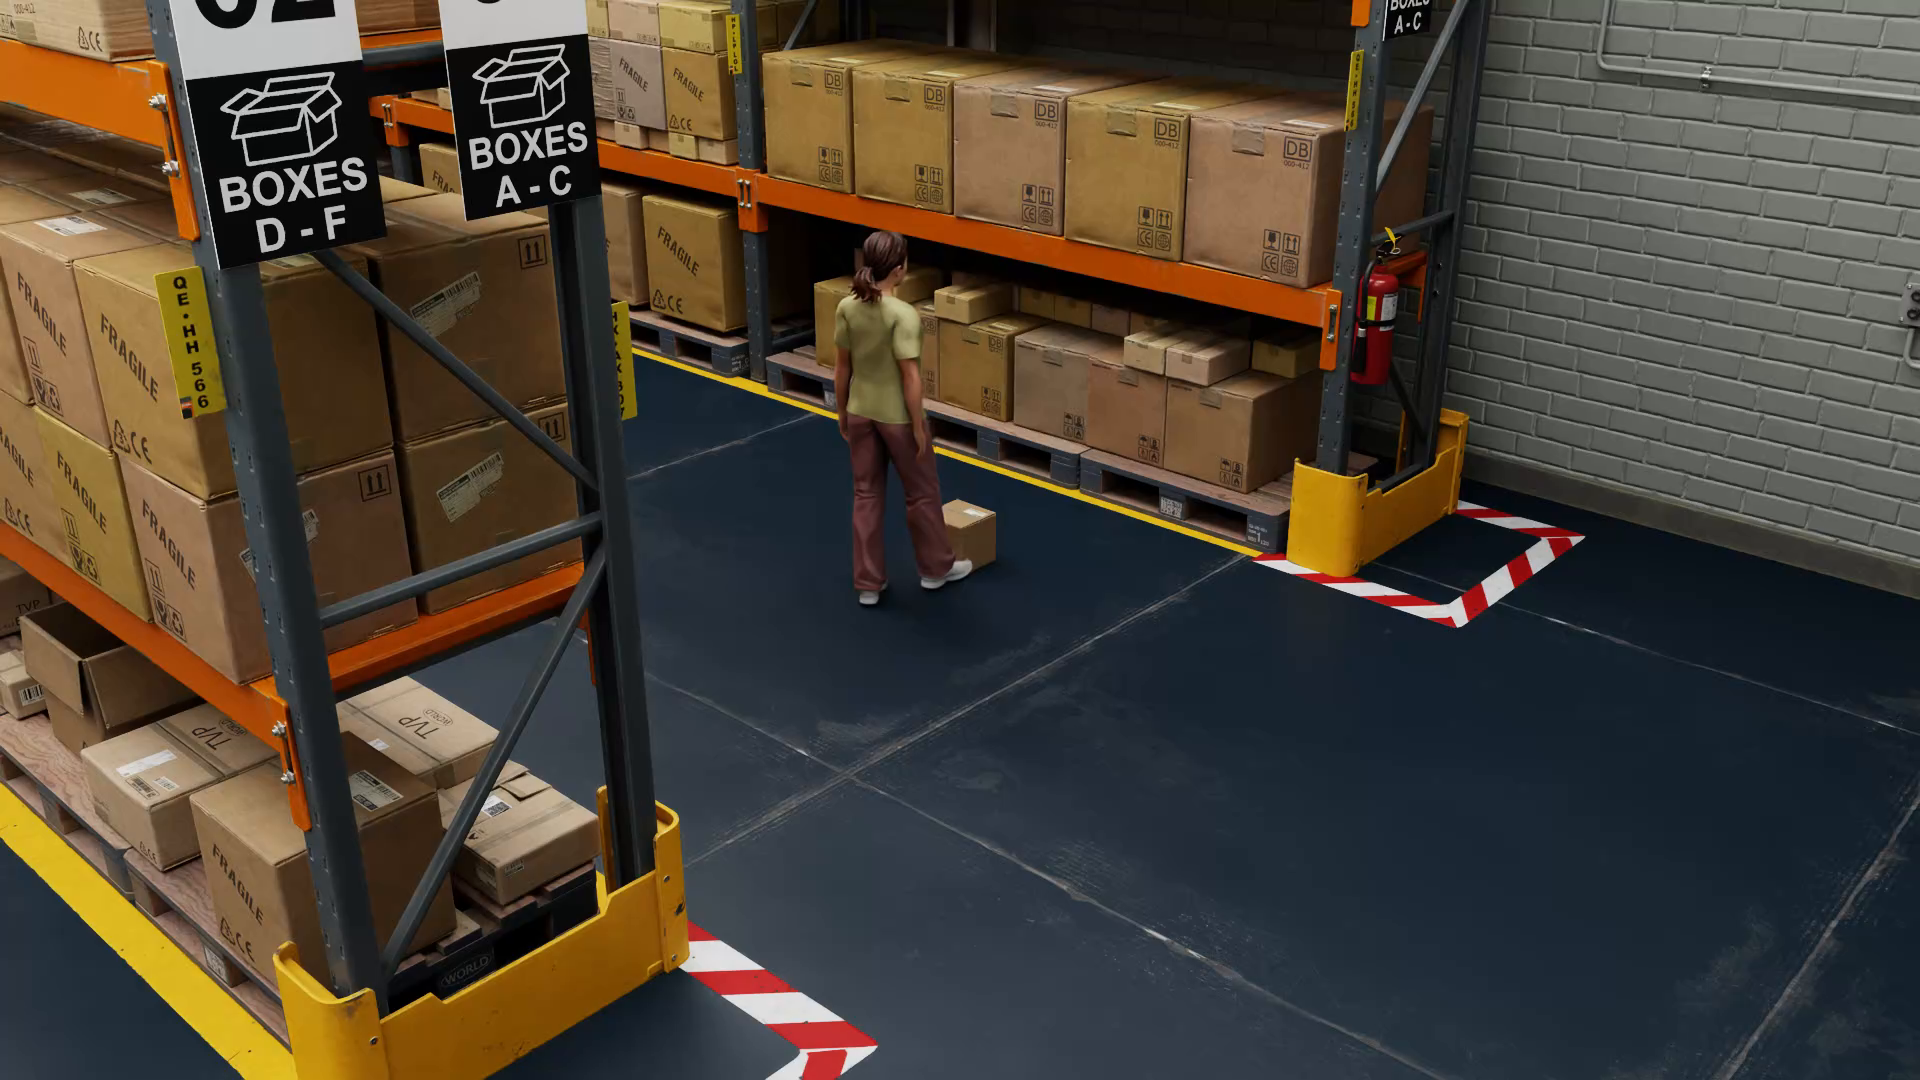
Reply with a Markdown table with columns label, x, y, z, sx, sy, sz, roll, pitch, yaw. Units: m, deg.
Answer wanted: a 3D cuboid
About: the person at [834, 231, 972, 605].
| label | x | y | z | sx | sy | sz | roll | pitch | yaw |
| --- | --- | --- | --- | --- | --- | --- | --- | --- | --- |
| person | -0.272 | -0.559 | 7.334 | 0.473 | 1.669 | 0.582 | 13 | 27 | 26 |
